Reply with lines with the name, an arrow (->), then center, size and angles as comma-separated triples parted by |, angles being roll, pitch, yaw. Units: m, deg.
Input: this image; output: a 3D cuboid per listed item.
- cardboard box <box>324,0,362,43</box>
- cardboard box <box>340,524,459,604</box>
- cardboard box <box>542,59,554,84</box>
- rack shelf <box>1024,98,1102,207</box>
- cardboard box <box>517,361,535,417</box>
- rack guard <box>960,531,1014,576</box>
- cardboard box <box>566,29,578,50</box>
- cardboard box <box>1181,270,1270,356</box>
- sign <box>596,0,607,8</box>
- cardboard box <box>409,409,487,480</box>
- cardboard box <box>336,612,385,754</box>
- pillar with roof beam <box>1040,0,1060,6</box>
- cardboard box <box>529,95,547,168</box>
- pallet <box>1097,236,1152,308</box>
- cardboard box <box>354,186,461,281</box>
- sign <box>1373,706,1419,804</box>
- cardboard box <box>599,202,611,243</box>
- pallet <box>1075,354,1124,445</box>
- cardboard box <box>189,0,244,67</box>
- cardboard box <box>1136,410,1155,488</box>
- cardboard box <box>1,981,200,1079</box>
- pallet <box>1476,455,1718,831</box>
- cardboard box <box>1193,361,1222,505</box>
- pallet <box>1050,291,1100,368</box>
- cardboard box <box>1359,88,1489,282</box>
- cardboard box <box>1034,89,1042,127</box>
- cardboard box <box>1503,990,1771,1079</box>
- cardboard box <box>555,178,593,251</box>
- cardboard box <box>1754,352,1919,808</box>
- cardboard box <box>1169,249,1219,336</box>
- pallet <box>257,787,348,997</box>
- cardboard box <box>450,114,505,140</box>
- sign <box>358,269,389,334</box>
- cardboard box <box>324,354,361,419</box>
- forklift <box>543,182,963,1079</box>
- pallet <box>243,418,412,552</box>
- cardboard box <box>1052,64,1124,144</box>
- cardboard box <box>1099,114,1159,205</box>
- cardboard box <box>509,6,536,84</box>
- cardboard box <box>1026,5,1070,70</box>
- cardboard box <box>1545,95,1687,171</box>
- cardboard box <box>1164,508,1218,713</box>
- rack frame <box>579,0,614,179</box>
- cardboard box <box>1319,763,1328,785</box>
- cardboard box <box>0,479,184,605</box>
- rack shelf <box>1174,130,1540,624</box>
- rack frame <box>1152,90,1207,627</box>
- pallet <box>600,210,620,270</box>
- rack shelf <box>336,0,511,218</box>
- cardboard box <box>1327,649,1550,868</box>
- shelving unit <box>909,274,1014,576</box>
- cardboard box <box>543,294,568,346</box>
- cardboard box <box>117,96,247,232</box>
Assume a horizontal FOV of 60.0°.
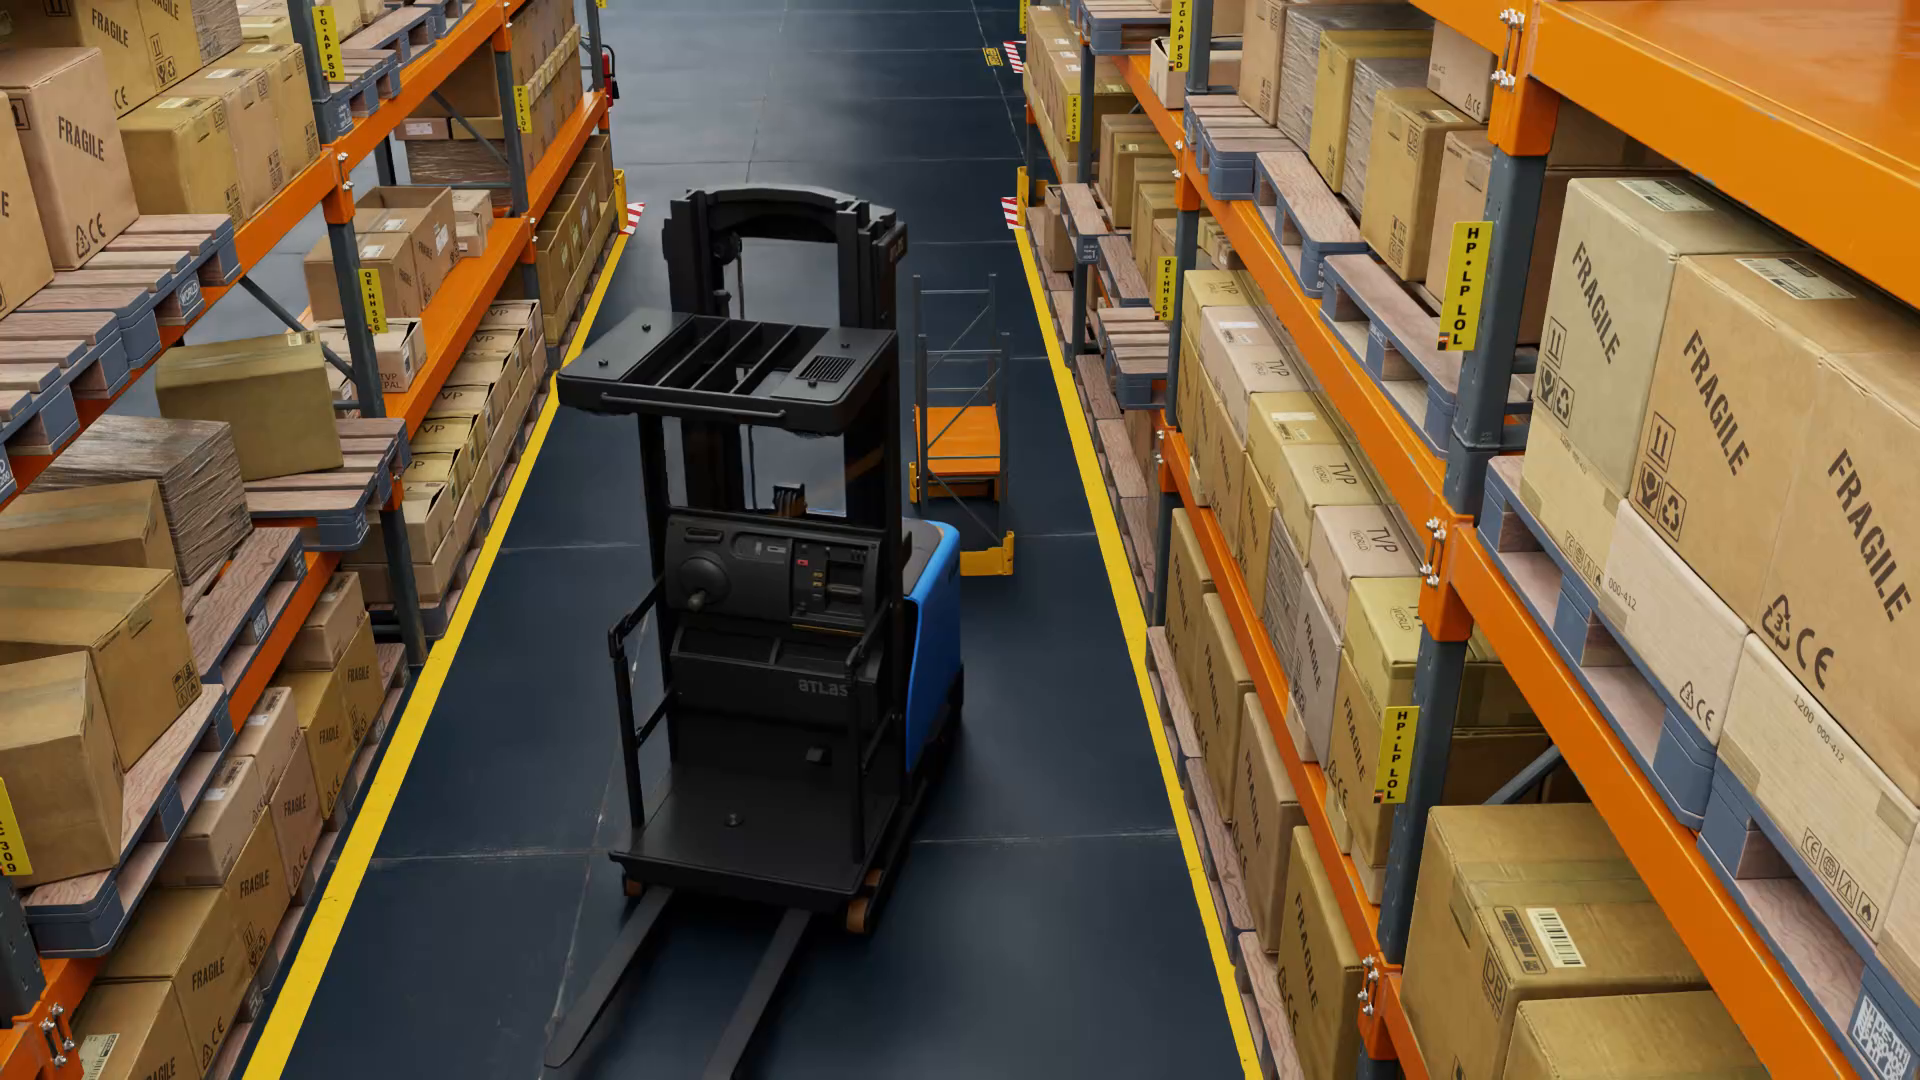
cardboard box -> -3.529, -2.823, 8.883 | 0.500, 0.250, 0.500 | -2, 28, -4
cardboard box -> -3.119, 0.125, 9.285 | 0.500, 0.250, 0.500 | -1, 28, -3
cardboard box -> -3.510, -3.797, 13.477 | 0.380, 0.149, 0.250 | -2, 28, -3
rack shelf -> 1.248, -3.232, 13.981 | 1.077, 0.370, 4.000 | -1, 28, -3
cardboard box -> -3.258, -1.055, 11.548 | 0.500, 0.250, 0.500 | -2, 28, -3
rack guard -> 0.022, 0.084, 9.819 | 0.587, 0.250, 0.087 | -1, 28, -3
cardboard box -> -3.578, -4.392, 14.619 | 0.380, 0.149, 0.250 | -1, 28, -1
cardboard box -> 1.329, -1.068, 7.793 | 0.500, 0.250, 0.500 | -1, 28, -1
sign -> -3.261, -4.978, 15.043 | 0.100, 0.325, 0.005 | -1, 28, -3
cardboard box -> -3.180, -0.601, 10.072 | 0.500, 0.311, 0.500 | -2, 28, -4
cardboard box -> -3.102, 0.681, 7.928 | 0.500, 0.500, 0.500 | 0, 28, -1
pillar with roof beam -> -2.882, -12.270, 24.044 | 9.100, 9.000, 0.400 | -1, 28, -3
cardboard box -> -3.680, -3.230, 13.092 | 0.700, 0.500, 0.500 | -1, 28, -2
pallet -> 1.417, -1.608, 10.297 | 1.003, 0.211, 1.213 | -1, 28, -3
cardboard box -> -3.543, -1.952, 10.641 | 0.500, 0.500, 0.500 | 1, 28, 1
sign -> 1.229, 0.607, 4.677 | 0.100, 0.325, 0.005 | -1, 28, -3
cardboard box -> -3.442, -2.849, 14.988 | 0.500, 0.250, 0.500 | -1, 28, -3
pallet -> 1.395, -1.031, 11.999 | 1.003, 0.211, 1.213 | -1, 28, -3
cardboard box -> -3.369, -2.275, 6.935 | 0.500, 0.500, 0.500 | -1, 28, -3
cardboard box -> 1.507, -0.668, 10.514 | 0.700, 0.500, 0.500 | -2, 28, -3
cardboard box -> -2.958, 1.872, 5.644 | 0.500, 0.500, 0.500 | -3, 28, -5
pallet -> 1.802, 0.155, 3.562 | 1.003, 0.211, 1.213 | -1, 28, -3
cardboard box -> 1.349, -0.493, 7.499 | 0.500, 0.500, 0.500 | 0, 28, -1
pallet -> 1.282, -1.700, 13.282 | 1.003, 0.211, 1.213 | -1, 28, -3
cardboard box -> 1.740, -1.167, 5.416 | 0.700, 0.500, 0.500 | -2, 28, -4
cardboard box -> 0.914, -3.709, 14.258 | 0.500, 0.250, 0.500 | -2, 28, -3
cardboard box -> 1.815, 1.522, 3.763 | 0.980, 0.700, 0.700 | -2, 28, -4
cardboard box -> -3.386, -2.720, 13.930 | 0.500, 0.500, 0.500 | -1, 28, -3
cardboard box -> 1.592, 0.042, 2.471 | 0.500, 0.500, 0.500 | -1, 28, -2
cardboard box -> 1.527, -1.236, 8.793 | 0.700, 0.500, 0.500 | -5, 28, -9
pallet -> -3.324, 1.485, 7.174 | 1.003, 0.211, 1.213 | -1, 28, -3
cardboard box -> -3.415, -2.967, 11.885 | 0.380, 0.149, 0.250 | -1, 28, -3
sign -> -2.844, -1.154, 8.053 | 0.100, 0.325, 0.005 | -1, 28, -3
cardboard box -> -3.361, -0.788, 8.614 | 0.500, 0.311, 0.500 | 0, 28, 1
forklift -> -0.836, 0.178, 6.740 | 1.130, 2.935, 3.031 | 7, 28, 12
pallet -> -3.280, -0.262, 7.717 | 1.213, 0.211, 1.003 | -1, 28, -3
cardboard box -> 0.987, -3.343, 12.746 | 0.500, 0.500, 0.500 | -2, 28, -3
cardboard box -> 1.345, -2.631, 11.467 | 0.700, 0.500, 0.500 | -1, 28, -2
cardboard box -> -3.677, -3.795, 12.771 | 0.700, 0.500, 0.500 | -1, 28, -3
cardboard box -> 0.868, -4.522, 15.006 | 0.500, 0.500, 0.500 | -1, 28, -3
cardboard box -> 1.855, -1.244, 4.754 | 0.500, 0.250, 0.500 | 1, 28, 1
cardboard box -> 1.469, 0.330, 8.245 | 0.750, 0.750, 0.750 | -2, 28, -3
rack frame -> -3.803, -4.353, 15.353 | 1.000, 3.000, 0.127 | -1, 28, -3
cardboard box -> 1.465, 0.784, 5.754 | 0.380, 0.149, 0.250 | -1, 28, -1
cardboard box -> -3.330, 0.144, 6.169 | 0.700, 0.500, 0.500 | -8, 29, -16
rack shelf -> 1.666, -0.867, 6.204 | 1.077, 0.370, 4.000 | -1, 28, -3
rack frame -> 1.561, -0.780, 8.502 | 1.000, 3.000, 0.127 | -1, 28, -3
pallet -> -3.721, -2.765, 15.323 | 1.003, 0.211, 1.213 | -1, 28, -3
rack shelf -> -3.490, -2.593, 9.513 | 1.077, 0.370, 4.000 | -1, 28, -3
cardboard box -> 1.494, 0.675, 5.261 | 0.500, 0.500, 0.500 | -2, 28, -3
shelving unit -> -0.004, -0.700, 9.971 | 0.587, 1.500, 1.083 | -1, 28, -3
cardboard box -> -3.316, -1.695, 12.775 | 0.500, 0.250, 0.500 | -1, 28, -3
cardboard box -> -3.275, -1.357, 6.256 | 0.910, 0.500, 0.500 | -1, 28, -3
